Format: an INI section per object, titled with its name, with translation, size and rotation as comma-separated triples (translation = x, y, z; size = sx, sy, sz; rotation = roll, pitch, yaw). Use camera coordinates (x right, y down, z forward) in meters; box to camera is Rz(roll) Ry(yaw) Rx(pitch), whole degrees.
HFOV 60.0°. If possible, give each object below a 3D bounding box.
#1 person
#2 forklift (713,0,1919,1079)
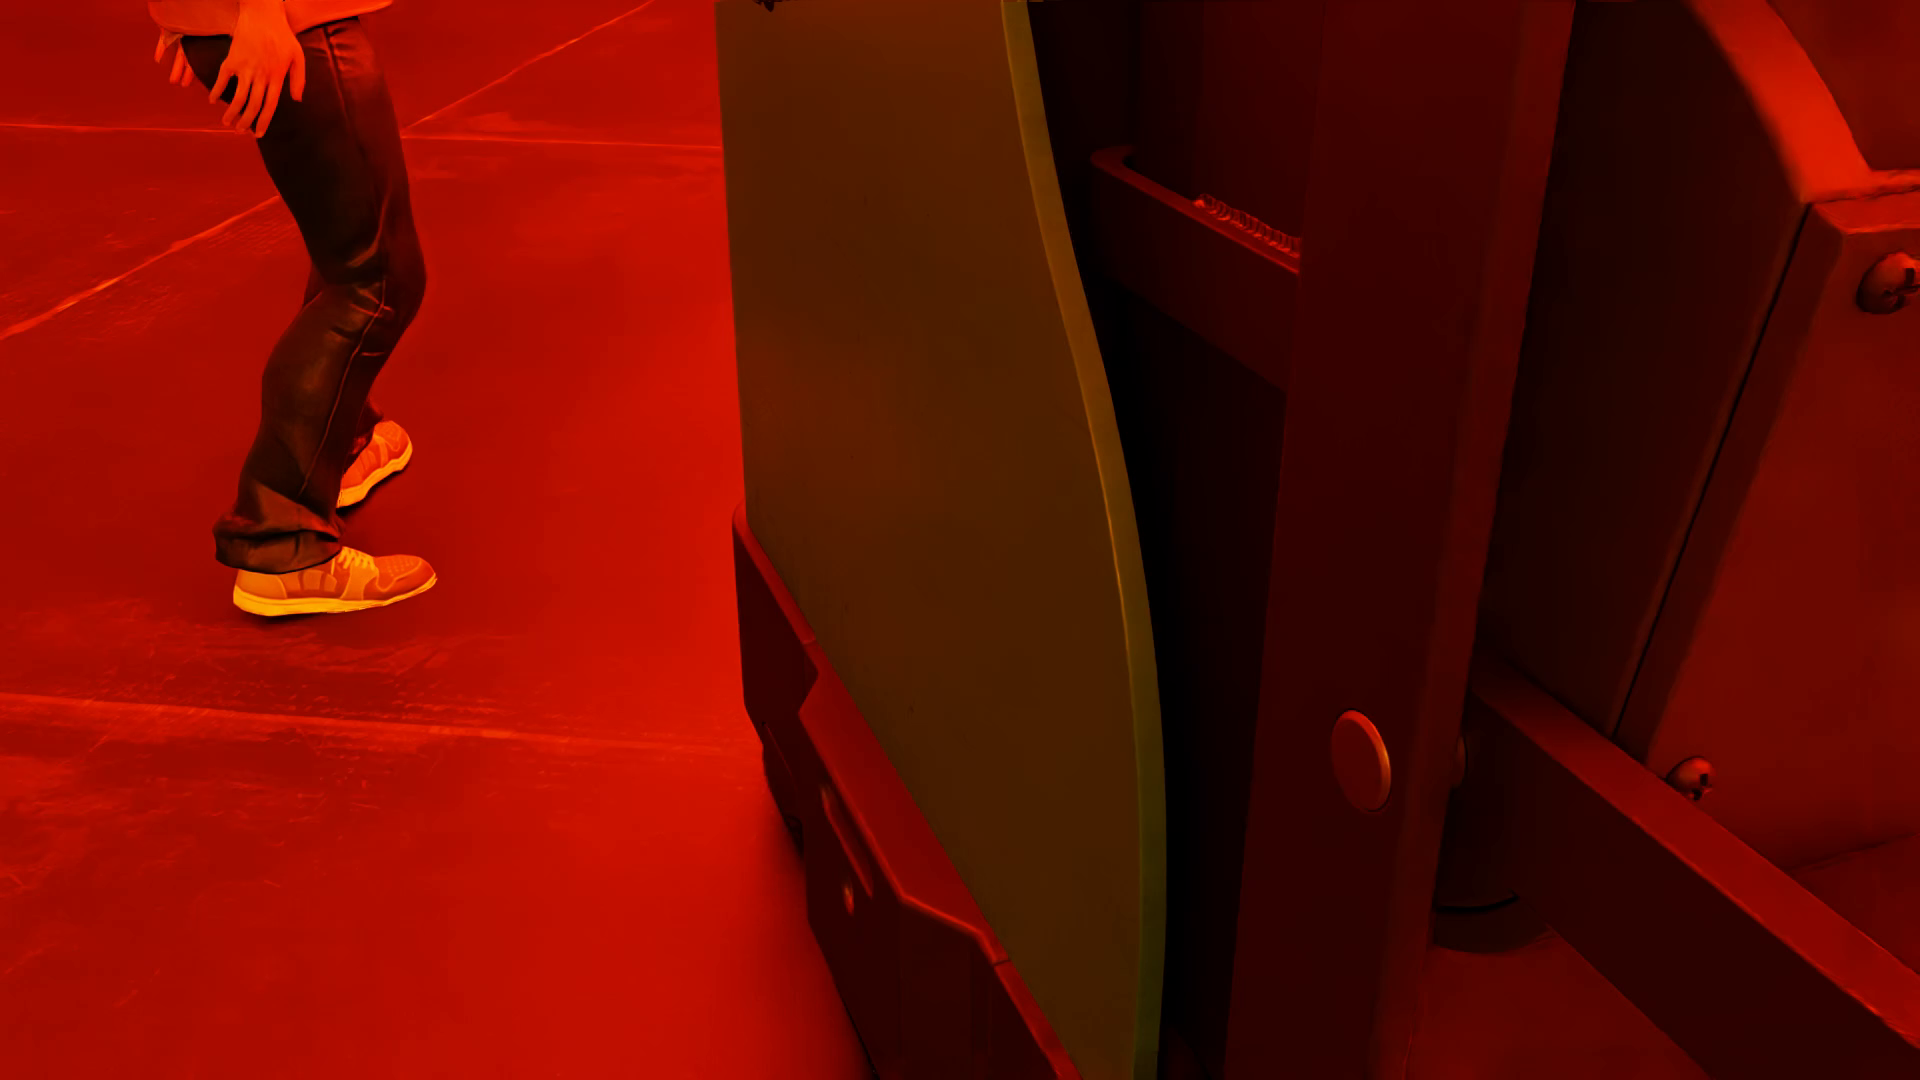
[person]
translation = -0.879, -0.667, 2.119
size = 0.401, 1.570, 0.740
rotation = -13, 29, -24
[forklift]
translation = 0.744, -0.543, 0.304
size = 1.130, 2.935, 3.031
rotation = -10, 28, -19
